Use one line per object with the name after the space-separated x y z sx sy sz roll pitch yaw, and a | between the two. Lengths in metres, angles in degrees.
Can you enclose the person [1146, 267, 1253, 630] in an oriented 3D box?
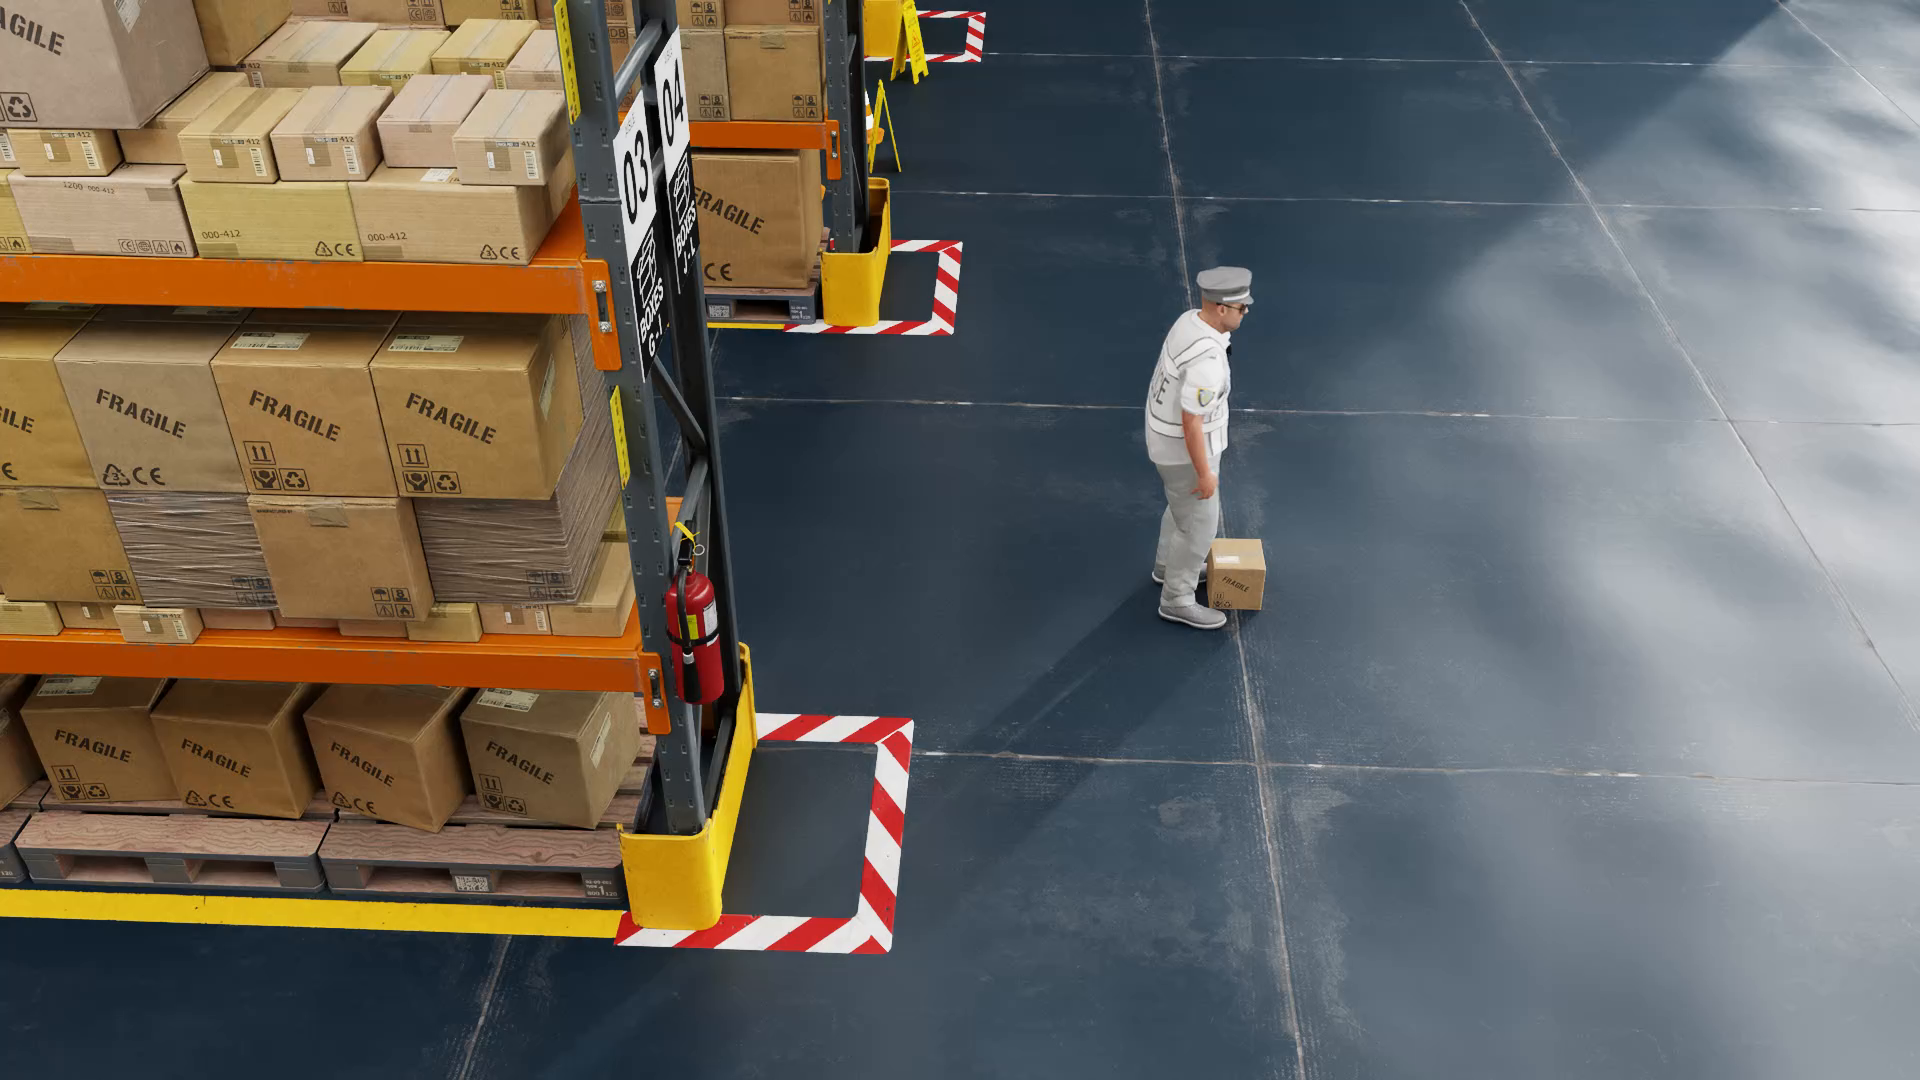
1.078 -0.443 7.734 0.438 1.746 0.587 2 35 2 | person
